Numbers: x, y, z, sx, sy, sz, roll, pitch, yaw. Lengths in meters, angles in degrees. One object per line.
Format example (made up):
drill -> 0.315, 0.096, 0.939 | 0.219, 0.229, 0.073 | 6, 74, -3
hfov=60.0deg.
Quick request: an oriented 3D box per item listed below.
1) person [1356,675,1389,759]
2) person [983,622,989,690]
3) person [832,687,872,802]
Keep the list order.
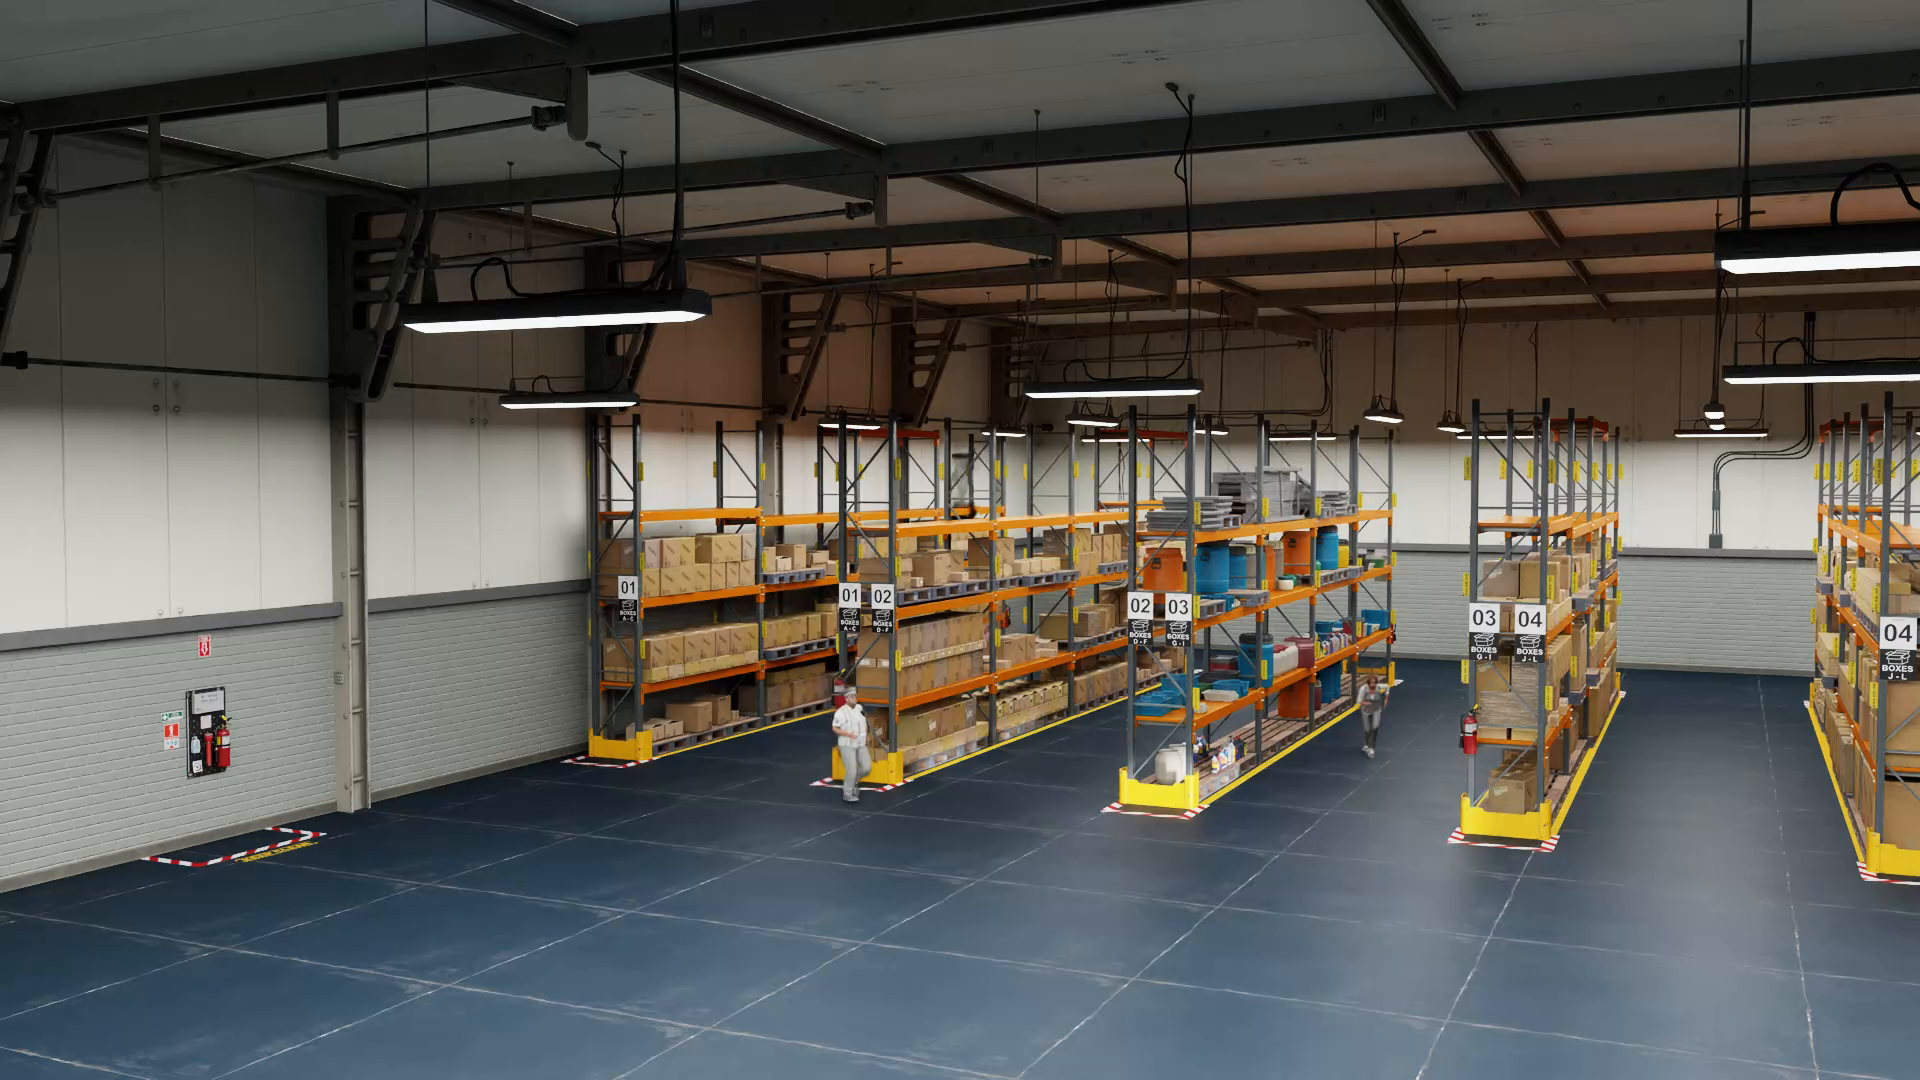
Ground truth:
person -> 7.224, 3.076, 29.134 | 0.578, 1.499, 0.904 | 0, 2, 8
person -> 0.548, 2.654, 37.897 | 0.538, 1.566, 0.577 | 1, 2, 18
person -> -1.591, 3.094, 25.174 | 0.654, 1.724, 0.595 | -2, 3, -38
